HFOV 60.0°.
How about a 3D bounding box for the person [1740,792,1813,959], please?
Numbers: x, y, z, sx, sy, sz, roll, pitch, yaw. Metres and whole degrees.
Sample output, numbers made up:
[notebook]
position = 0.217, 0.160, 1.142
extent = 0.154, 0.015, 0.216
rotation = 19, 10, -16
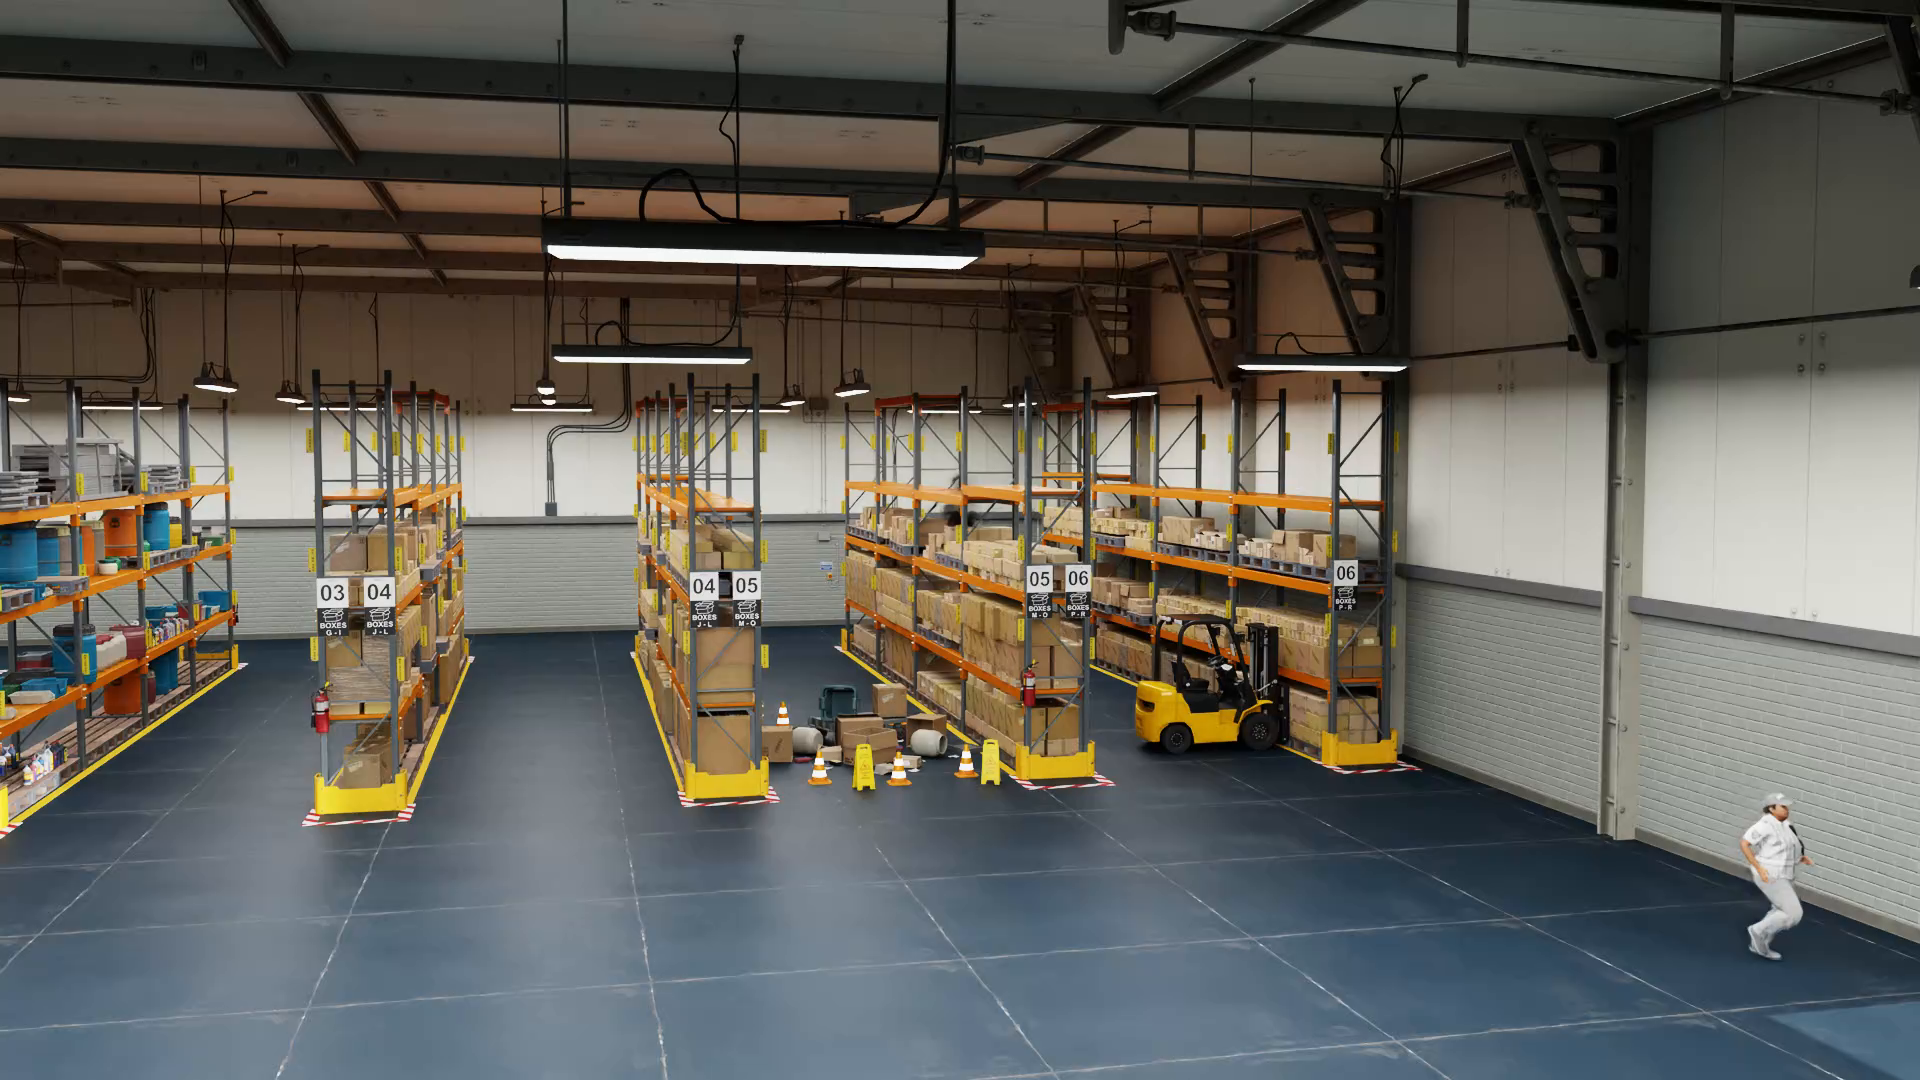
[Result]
[person]
position = 7.917, 3.254, 16.050
extent = 0.593, 1.626, 0.574
rotation = -3, 4, -41
